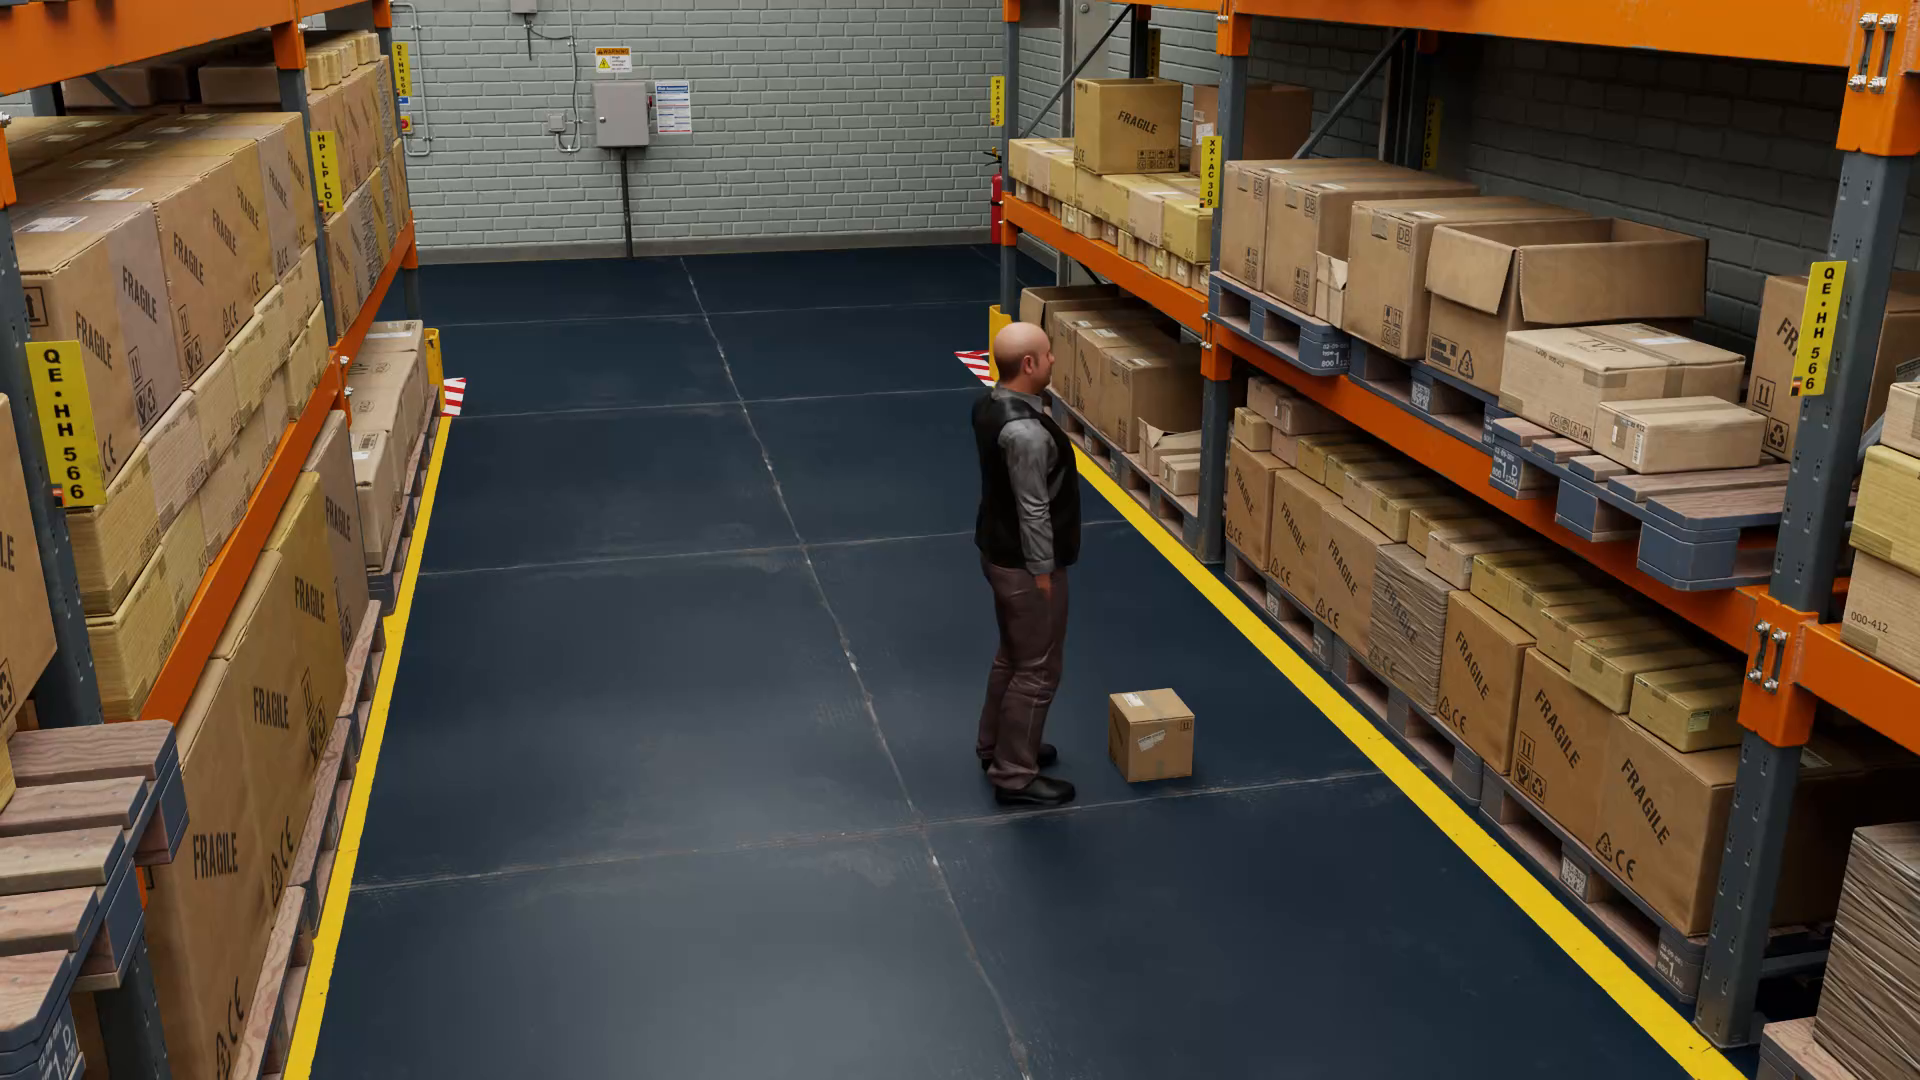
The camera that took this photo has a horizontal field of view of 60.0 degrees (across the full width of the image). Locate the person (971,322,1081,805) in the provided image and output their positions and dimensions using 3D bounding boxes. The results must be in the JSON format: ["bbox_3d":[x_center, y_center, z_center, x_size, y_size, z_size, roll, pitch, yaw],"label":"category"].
[{"bbox_3d":[0.237,0.121,5.926,0.359,1.634,0.531,-4,20,-11],"label":"person"}]
